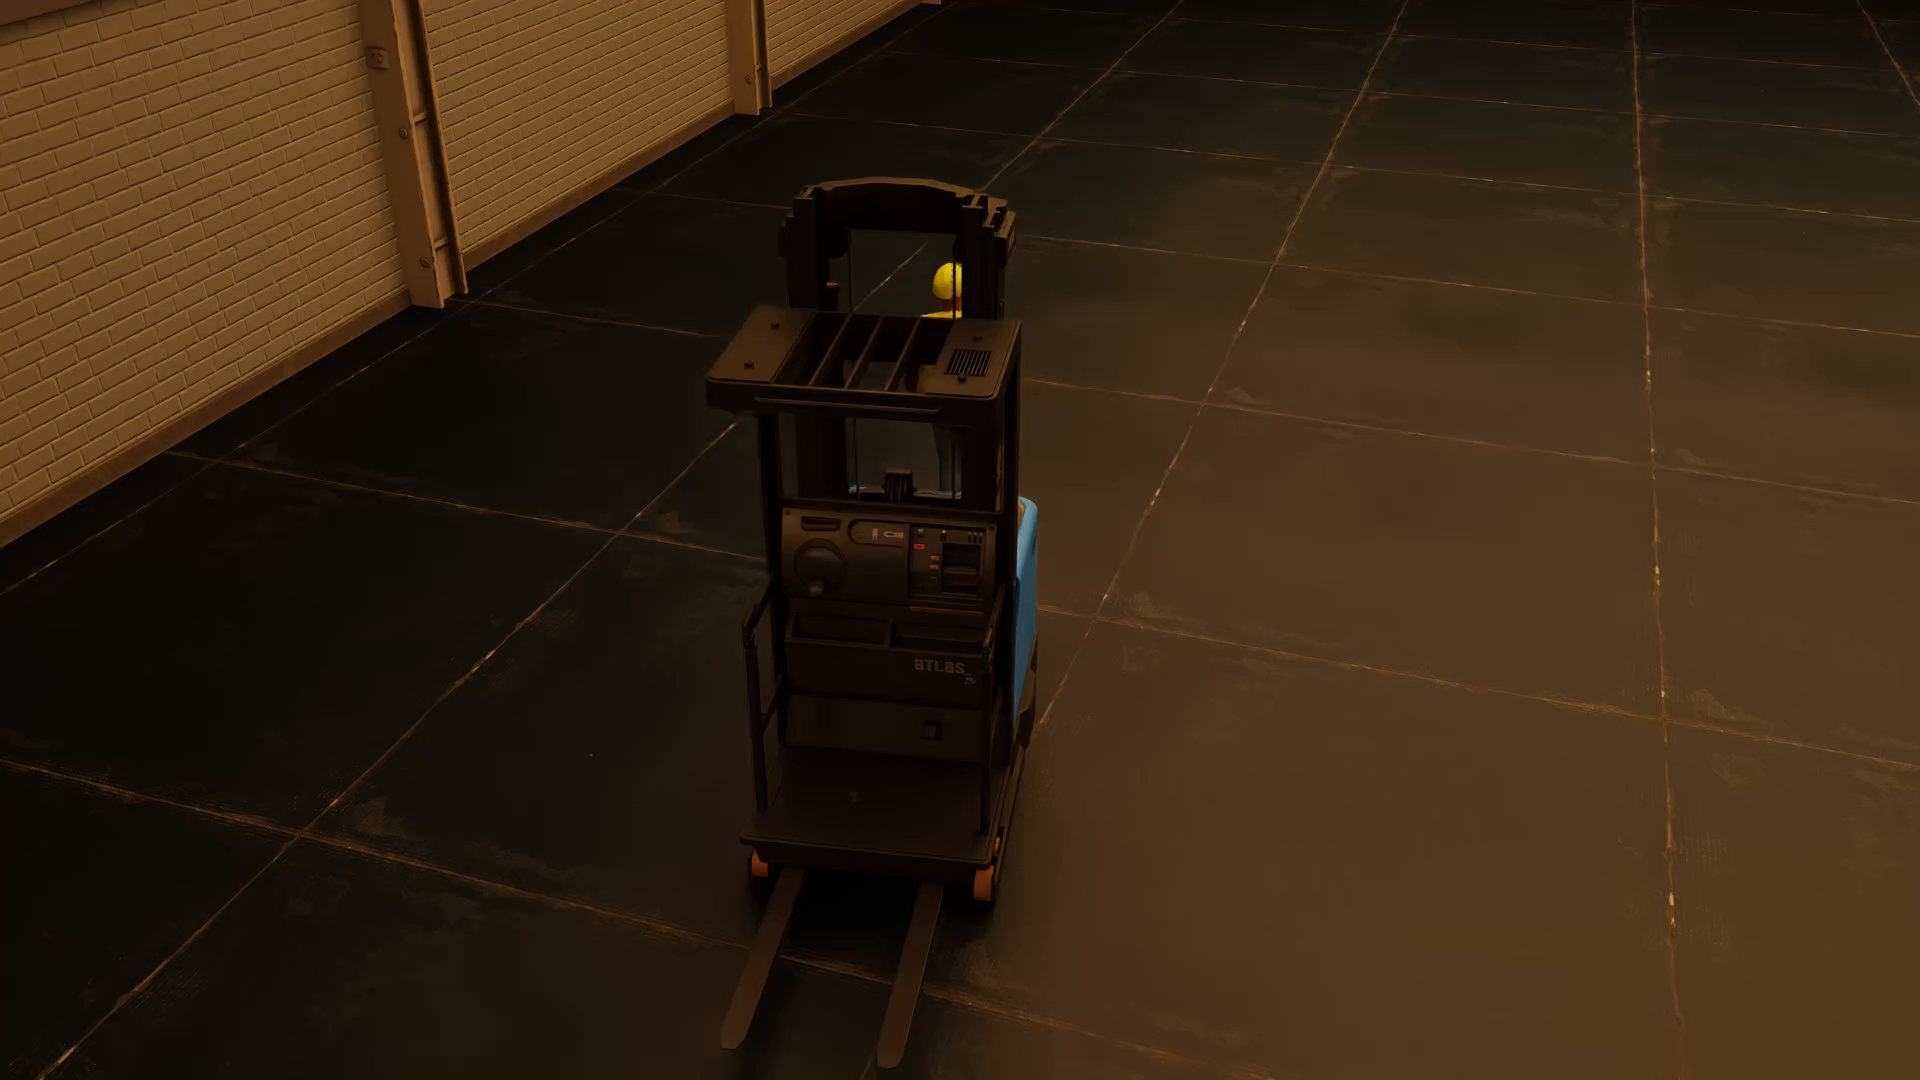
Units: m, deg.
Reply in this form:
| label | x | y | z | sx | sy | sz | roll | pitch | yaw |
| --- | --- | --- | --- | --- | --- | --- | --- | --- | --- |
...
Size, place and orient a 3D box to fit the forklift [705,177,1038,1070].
| label | x | y | z | sx | sy | sz | roll | pitch | yaw |
| --- | --- | --- | --- | --- | --- | --- | --- | --- | --- |
| forklift | -0.338 | 0.125 | 6.918 | 1.130 | 2.935 | 3.031 | 5 | 30 | 8 |

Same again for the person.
| label | x | y | z | sx | sy | sz | roll | pitch | yaw |
| --- | --- | --- | --- | --- | --- | --- | --- | --- | --- |
| person | 0.028 | -0.805 | 9.711 | 0.665 | 1.768 | 0.575 | 10 | 31 | 16 |
